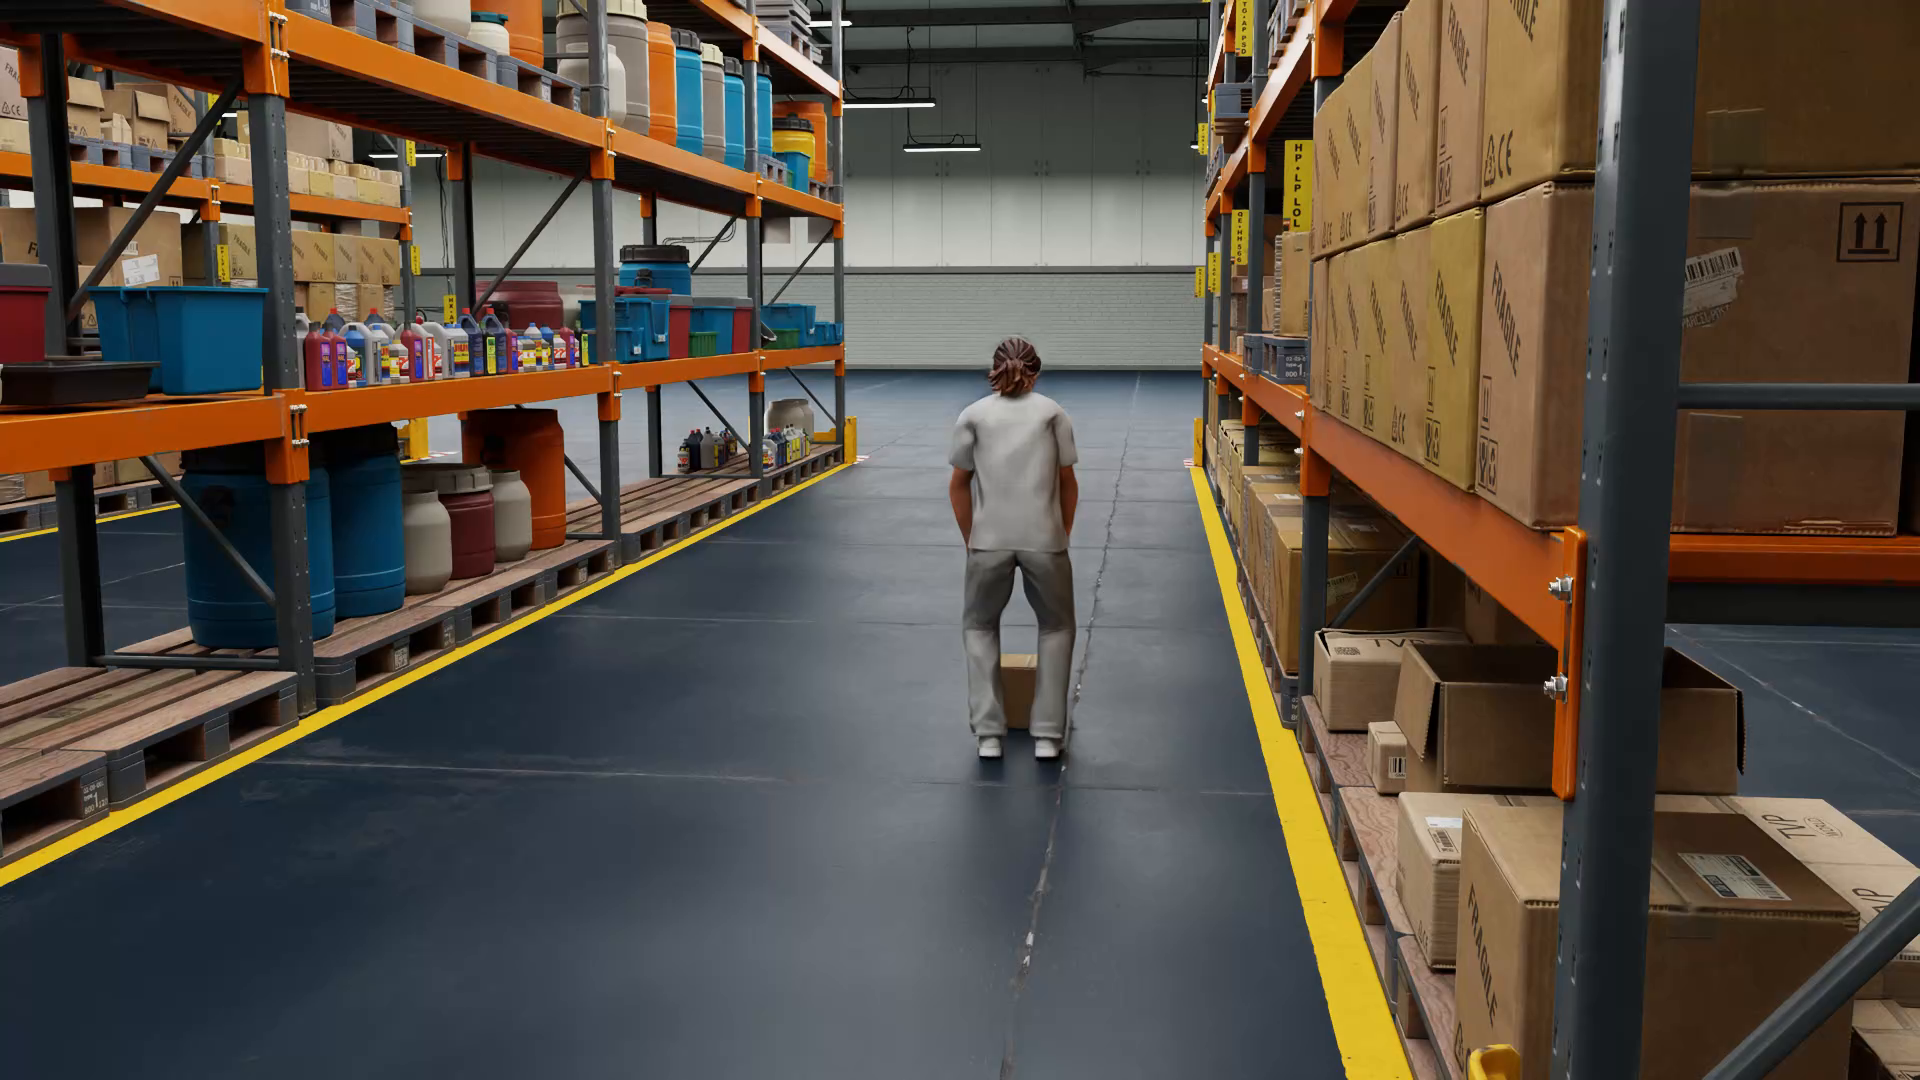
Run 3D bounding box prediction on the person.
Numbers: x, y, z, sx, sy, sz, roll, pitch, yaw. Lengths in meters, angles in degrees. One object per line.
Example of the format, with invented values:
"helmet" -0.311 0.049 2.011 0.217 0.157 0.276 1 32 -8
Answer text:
"person" 0.229 0.388 6.316 0.467 0.807 0.863 1 8 4
